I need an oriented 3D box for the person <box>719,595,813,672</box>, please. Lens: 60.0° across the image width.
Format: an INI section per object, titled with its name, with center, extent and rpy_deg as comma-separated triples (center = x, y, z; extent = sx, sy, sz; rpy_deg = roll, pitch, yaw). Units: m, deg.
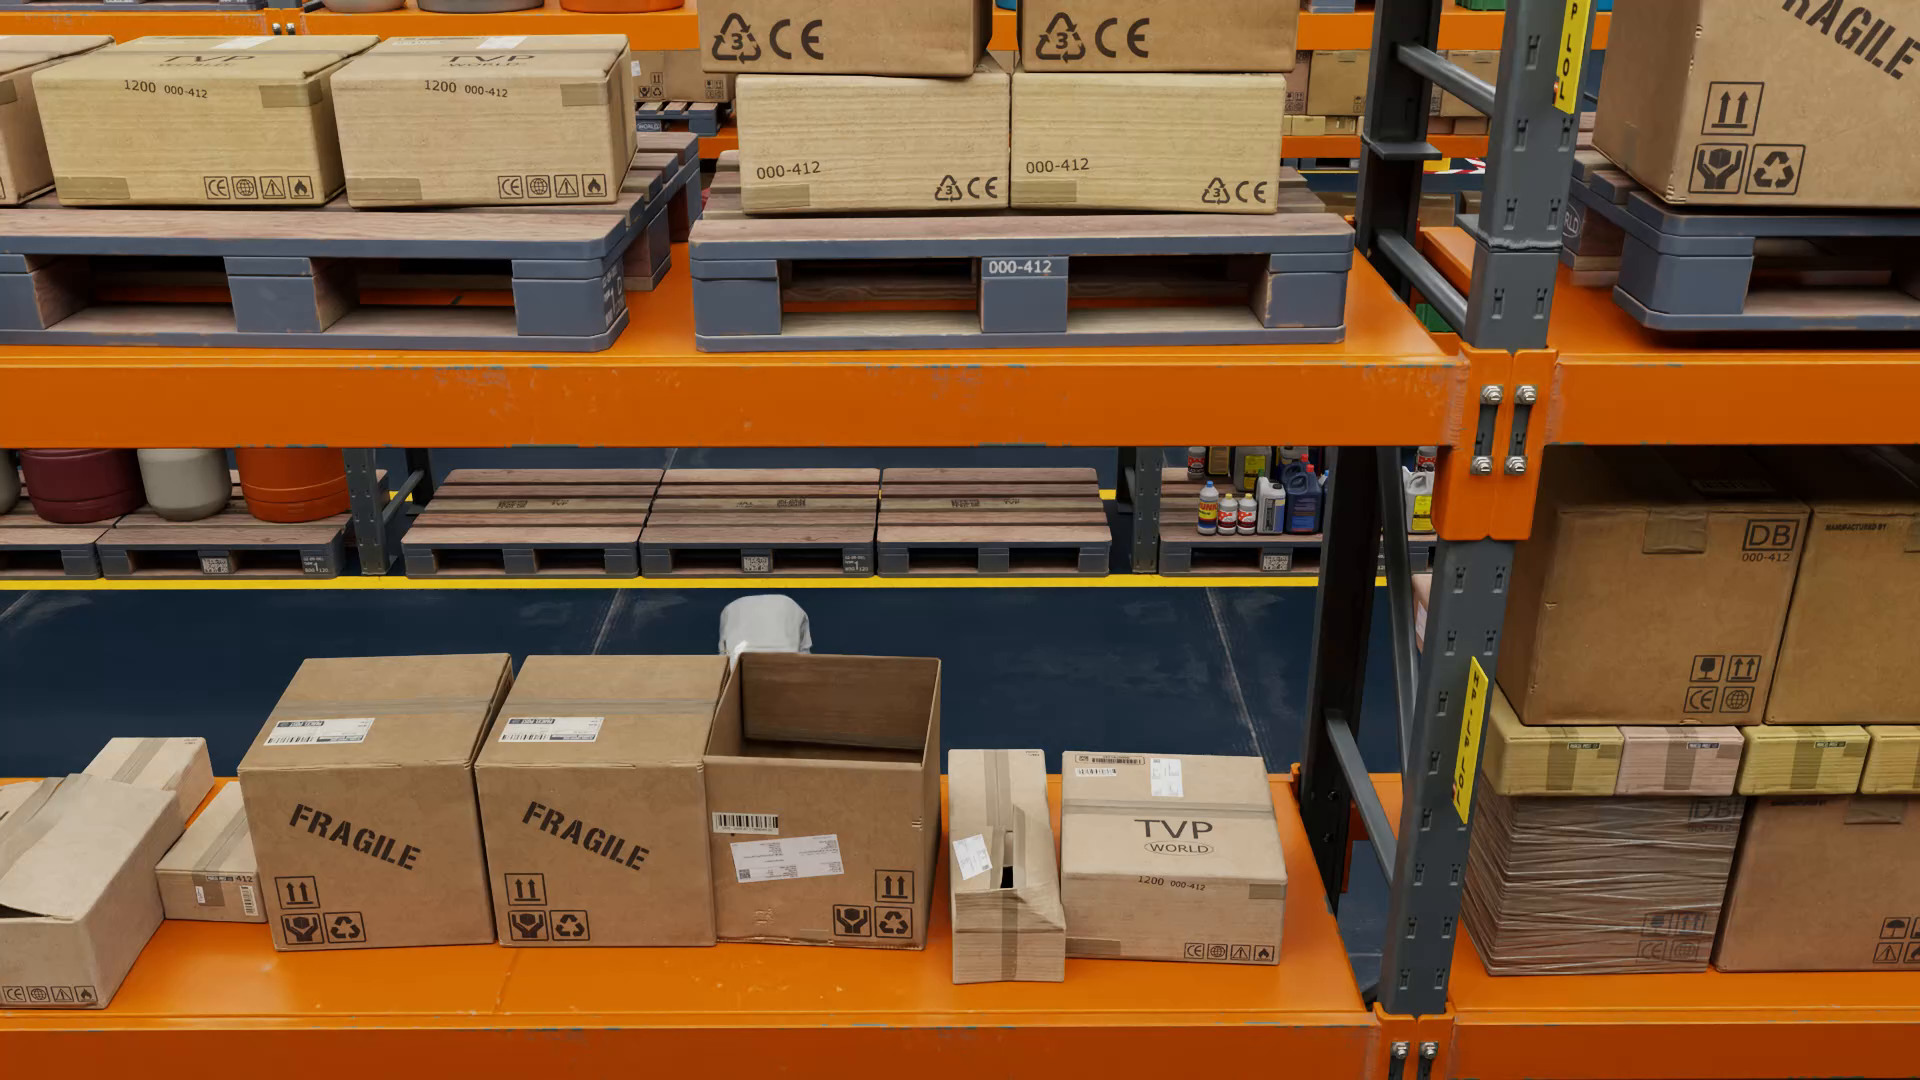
[person]
center = -0.728, 0.758, 6.173
extent = 0.392, 1.001, 0.871
rpy_deg = -1, 24, -2
